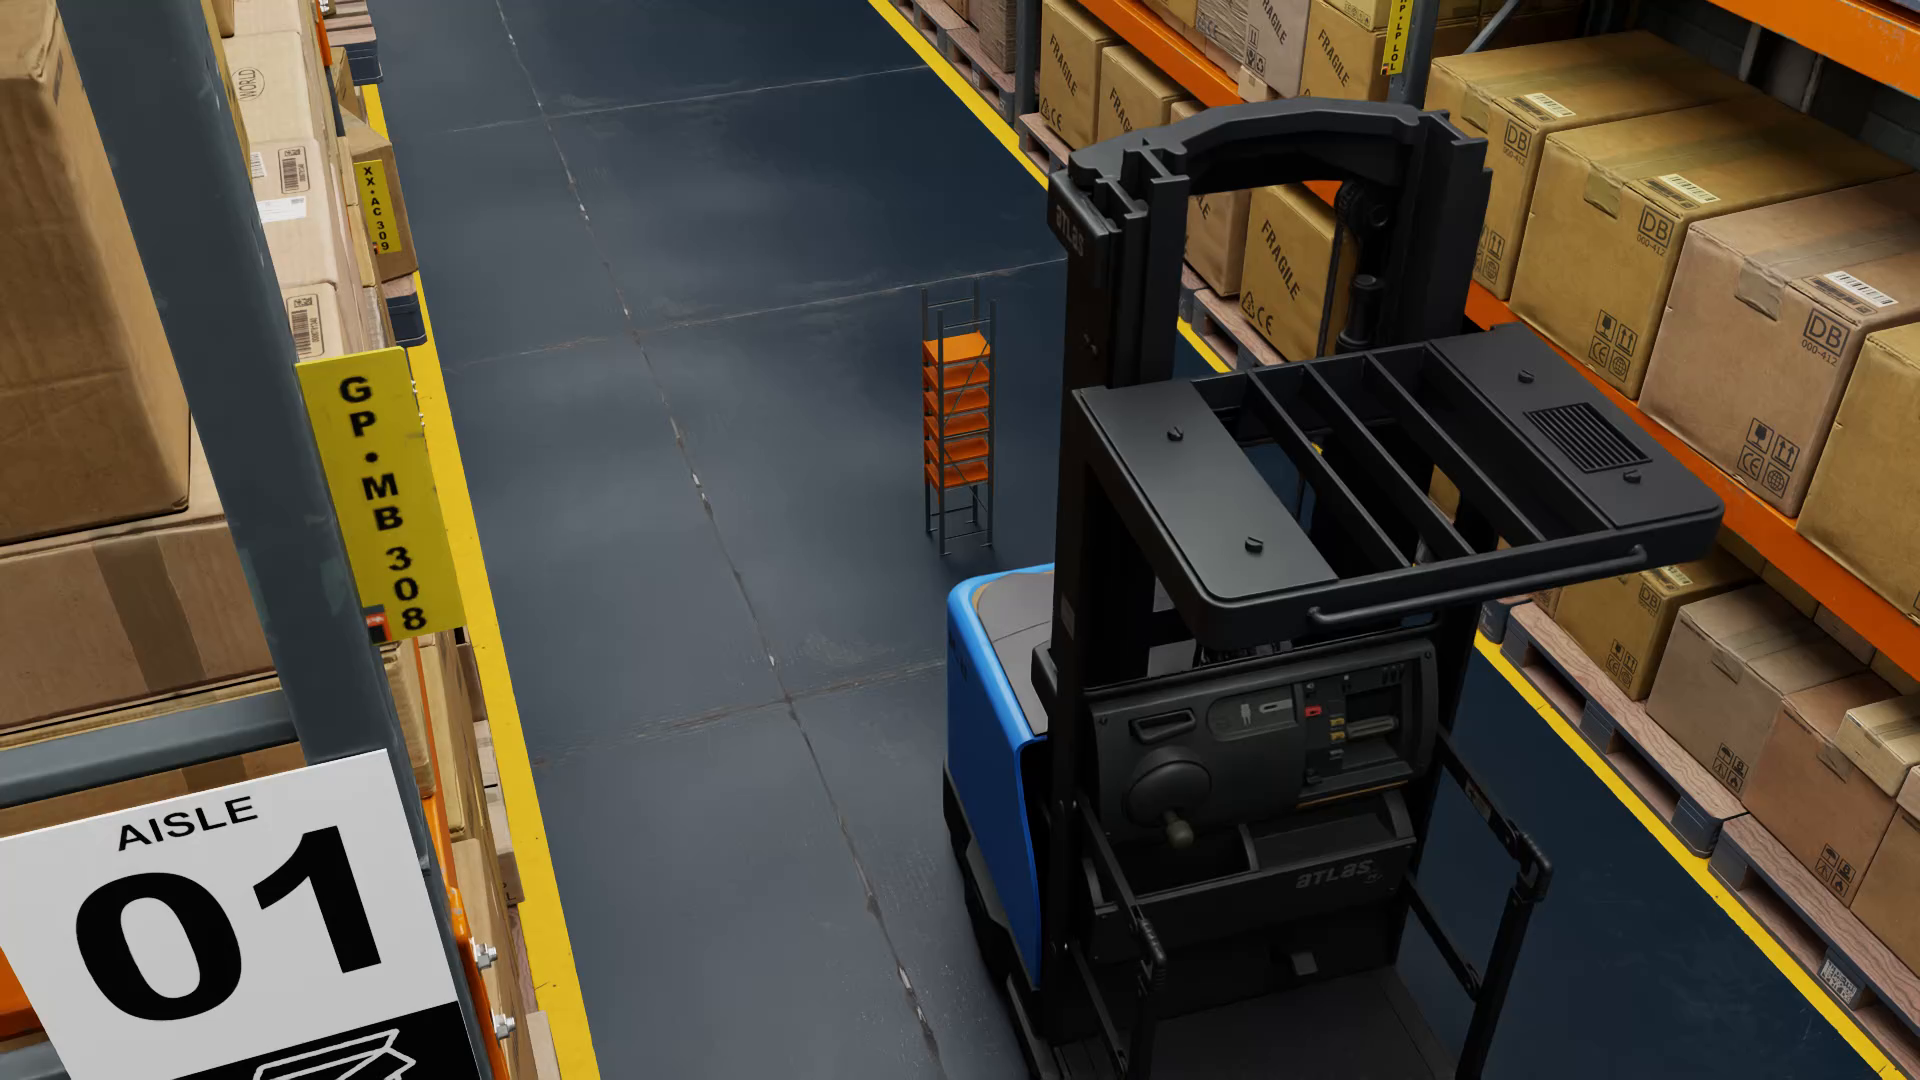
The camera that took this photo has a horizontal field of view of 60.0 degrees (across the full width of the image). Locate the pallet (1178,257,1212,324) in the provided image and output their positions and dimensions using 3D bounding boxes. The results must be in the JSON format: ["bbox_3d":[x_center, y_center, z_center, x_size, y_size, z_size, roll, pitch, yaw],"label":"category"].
[{"bbox_3d":[1.456,-1.658,9.276,1.003,0.211,1.213,-12,39,-16],"label":"pallet"}]

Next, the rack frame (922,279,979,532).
[{"bbox_3d":[-0.036,-0.539,6.968,0.240,1.200,0.006,-12,39,-16],"label":"rack frame"}]

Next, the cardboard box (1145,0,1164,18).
[{"bbox_3d":[1.204,-2.874,8.764,0.380,0.149,0.250,-12,39,-15],"label":"cardboard box"}]

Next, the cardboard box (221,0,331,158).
[{"bbox_3d":[-1.502,-0.905,3.174,0.500,0.250,0.500,-12,39,-16],"label":"cardboard box"}]

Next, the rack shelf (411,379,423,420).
[{"bbox_3d":[-3.123,-1.476,7.315,1.077,0.370,4.000,-12,39,-16],"label":"rack shelf"}]

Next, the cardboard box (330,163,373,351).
[{"bbox_3d":[-1.330,-0.423,2.949,0.500,0.250,0.500,-12,39,-16],"label":"cardboard box"}]

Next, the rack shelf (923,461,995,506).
[{"bbox_3d":[-0.005,-0.260,7.071,0.258,0.103,0.180,-12,39,-16],"label":"rack shelf"}]

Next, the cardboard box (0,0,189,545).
[{"bbox_3d":[-1.250,-0.299,1.746,0.700,0.500,0.500,-12,39,-16],"label":"cardboard box"}]

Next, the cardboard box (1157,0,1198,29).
[{"bbox_3d":[1.293,-2.890,8.246,0.500,0.500,0.500,-11,38,-15],"label":"cardboard box"}]

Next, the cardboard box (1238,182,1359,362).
[{"bbox_3d":[1.870,-1.311,7.935,0.750,0.750,0.750,-12,39,-15],"label":"cardboard box"}]

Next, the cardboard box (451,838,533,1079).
[{"bbox_3d":[-0.963,0.881,2.673,0.500,0.500,0.500,-11,38,-15],"label":"cardboard box"}]

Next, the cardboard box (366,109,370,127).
[{"bbox_3d":[-3.889,-2.603,10.150,0.500,0.250,0.500,-13,39,-17],"label":"cardboard box"}]

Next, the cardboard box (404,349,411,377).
[{"bbox_3d":[-2.904,-1.004,7.801,0.500,0.500,0.500,-14,39,-18],"label":"cardboard box"}]

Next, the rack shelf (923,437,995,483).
[{"bbox_3d":[-0.005,-0.356,6.999,0.258,0.103,0.180,-12,39,-16],"label":"rack shelf"}]

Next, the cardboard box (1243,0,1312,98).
[{"bbox_3d":[1.635,-2.323,7.494,0.500,0.500,0.500,-12,39,-16],"label":"cardboard box"}]

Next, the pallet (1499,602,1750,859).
[{"bbox_3d":[2.827,0.588,6.294,1.003,0.211,1.213,-12,39,-16],"label":"pallet"}]

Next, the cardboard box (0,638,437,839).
[{"bbox_3d":[-0.996,0.145,2.196,0.500,0.250,0.500,-12,39,-16],"label":"cardboard box"}]

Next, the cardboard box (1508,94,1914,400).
[{"bbox_3d":[2.633,-1.058,5.912,0.980,0.700,0.700,-13,39,-17],"label":"cardboard box"}]

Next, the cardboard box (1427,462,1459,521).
[{"bbox_3d":[2.376,-0.387,7.000,0.700,0.500,0.500,-12,39,-15],"label":"cardboard box"}]

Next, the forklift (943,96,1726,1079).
[{"bbox_3d":[0.840,0.588,4.033,1.130,2.935,3.031,-10,38,-13],"label":"forklift"}]

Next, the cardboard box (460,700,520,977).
[{"bbox_3d":[-1.316,0.706,3.736,0.500,0.500,0.500,-13,39,-16],"label":"cardboard box"}]

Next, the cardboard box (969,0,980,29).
[{"bbox_3d":[0.474,-3.810,11.526,0.700,0.500,0.500,-13,39,-16],"label":"cardboard box"}]

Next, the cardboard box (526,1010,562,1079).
[{"bbox_3d":[-1.323,1.617,4.529,0.500,0.250,0.500,-12,39,-16],"label":"cardboard box"}]

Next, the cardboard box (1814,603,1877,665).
[{"bbox_3d":[3.139,0.253,5.610,0.380,0.149,0.250,-12,39,-15],"label":"cardboard box"}]

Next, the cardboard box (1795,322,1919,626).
[{"bbox_3d":[3.146,-0.217,4.795,0.980,0.700,0.700,-13,39,-16],"label":"cardboard box"}]

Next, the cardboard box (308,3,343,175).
[{"bbox_3d":[-1.675,-0.987,3.699,0.500,0.250,0.500,-12,39,-16],"label":"cardboard box"}]

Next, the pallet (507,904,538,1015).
[{"bbox_3d":[-1.775,1.558,5.006,1.003,0.211,1.213,-12,39,-16],"label":"pallet"}]

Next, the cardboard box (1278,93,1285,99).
[{"bbox_3d":[1.677,-1.995,7.598,0.380,0.149,0.250,-11,38,-15],"label":"cardboard box"}]

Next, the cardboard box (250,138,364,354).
[{"bbox_3d":[-1.156,-0.340,2.425,0.500,0.250,0.500,-12,39,-16],"label":"cardboard box"}]

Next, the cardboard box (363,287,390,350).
[{"bbox_3d":[-1.665,-0.268,4.198,0.500,0.500,0.500,-12,39,-16],"label":"cardboard box"}]

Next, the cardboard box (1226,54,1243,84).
[{"bbox_3d":[1.510,-2.284,7.981,0.380,0.149,0.250,-12,39,-16],"label":"cardboard box"}]

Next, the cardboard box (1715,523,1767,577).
[{"bbox_3d":[2.963,-0.035,5.993,0.380,0.149,0.250,-13,39,-17],"label":"cardboard box"}]

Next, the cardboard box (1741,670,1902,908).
[{"bbox_3d":[3.085,0.771,5.461,0.700,0.500,0.500,-13,39,-16],"label":"cardboard box"}]

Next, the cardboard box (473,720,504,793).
[{"bbox_3d":[-1.787,0.792,5.710,0.380,0.149,0.250,-12,39,-16],"label":"cardboard box"}]

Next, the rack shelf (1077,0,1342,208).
[{"bbox_3d":[1.527,-2.504,8.679,1.077,0.370,4.000,-12,39,-16],"label":"rack shelf"}]

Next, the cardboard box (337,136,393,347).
[{"bbox_3d":[-2.017,-0.841,4.960,0.500,0.500,0.500,-12,39,-16],"label":"cardboard box"}]

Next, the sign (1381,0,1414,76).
[{"bbox_3d":[1.709,-1.975,6.482,0.100,0.325,0.005,-12,39,-16],"label":"sign"}]

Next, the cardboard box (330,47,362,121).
[{"bbox_3d":[-2.684,-1.531,6.357,0.700,0.500,0.500,-7,37,-9],"label":"cardboard box"}]

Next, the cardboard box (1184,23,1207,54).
[{"bbox_3d":[1.357,-2.581,8.375,0.380,0.149,0.250,-11,38,-15],"label":"cardboard box"}]

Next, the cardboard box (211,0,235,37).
[{"bbox_3d":[-1.700,-1.161,2.890,0.700,0.500,0.500,-12,39,-16],"label":"cardboard box"}]

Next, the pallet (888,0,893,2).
[{"bbox_3d":[-0.268,-4.628,13.218,1.003,0.211,1.213,-12,39,-16],"label":"pallet"}]

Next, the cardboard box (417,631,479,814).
[{"bbox_3d":[-1.318,0.304,3.440,0.500,0.500,0.500,-12,39,-15],"label":"cardboard box"}]

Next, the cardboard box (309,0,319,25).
[{"bbox_3d":[-2.017,-1.553,4.450,0.500,0.250,0.500,-12,39,-16],"label":"cardboard box"}]

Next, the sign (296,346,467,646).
[{"bbox_3d":[-0.549,-0.034,1.582,0.100,0.325,0.005,-12,39,-16],"label":"sign"}]

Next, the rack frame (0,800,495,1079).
[{"bbox_3d":[-1.058,1.626,2.599,1.000,3.000,0.127,-12,39,-16],"label":"rack frame"}]

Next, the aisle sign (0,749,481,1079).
[{"bbox_3d":[-0.759,0.565,1.846,0.394,0.787,0.004,-12,39,-16],"label":"aisle sign"}]

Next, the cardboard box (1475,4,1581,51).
[{"bbox_3d":[2.294,-2.140,7.252,0.500,0.500,0.500,-14,39,-17],"label":"cardboard box"}]

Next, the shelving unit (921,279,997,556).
[{"bbox_3d":[-0.005,-0.487,6.900,0.258,1.200,0.189,-12,39,-16],"label":"shelving unit"}]

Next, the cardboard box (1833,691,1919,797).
[{"bbox_3d":[2.953,0.616,5.129,0.380,0.149,0.250,-11,38,-15],"label":"cardboard box"}]

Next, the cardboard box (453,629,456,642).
[{"bbox_3d":[-1.664,0.136,4.493,0.500,0.500,0.500,-12,39,-15],"label":"cardboard box"}]

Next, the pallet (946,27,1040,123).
[{"bbox_3d":[0.571,-3.249,11.388,1.003,0.211,1.213,-12,39,-16],"label":"pallet"}]

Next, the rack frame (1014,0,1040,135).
[{"bbox_3d":[0.839,-3.921,9.963,1.000,3.000,0.127,-12,39,-16],"label":"rack frame"}]

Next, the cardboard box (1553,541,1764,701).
[{"bbox_3d":[2.721,0.188,6.236,0.700,0.500,0.500,-12,39,-15],"label":"cardboard box"}]

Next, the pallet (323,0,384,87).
[{"bbox_3d":[-3.512,-2.449,8.167,1.213,0.211,1.003,-12,39,-16],"label":"pallet"}]

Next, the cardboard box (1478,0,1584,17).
[{"bbox_3d":[2.302,-2.442,7.028,0.500,0.250,0.500,-11,38,-15],"label":"cardboard box"}]

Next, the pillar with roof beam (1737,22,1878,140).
[{"bbox_3d":[-0.774,-2.950,3.687,9.100,9.000,0.400,-12,39,-16],"label":"pillar with roof beam"}]

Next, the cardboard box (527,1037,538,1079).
[{"bbox_3d":[-0.963,1.280,2.974,0.500,0.500,0.500,-12,39,-15],"label":"cardboard box"}]

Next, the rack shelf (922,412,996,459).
[{"bbox_3d":[-0.005,-0.452,6.927,0.258,0.103,0.180,-12,39,-16],"label":"rack shelf"}]

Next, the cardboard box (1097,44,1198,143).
[{"bbox_3d":[1.264,-2.292,9.237,0.750,0.750,0.750,-13,39,-16],"label":"cardboard box"}]

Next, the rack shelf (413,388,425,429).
[{"bbox_3d":[-1.746,0.783,4.315,1.077,0.370,4.000,-12,39,-16],"label":"rack shelf"}]
